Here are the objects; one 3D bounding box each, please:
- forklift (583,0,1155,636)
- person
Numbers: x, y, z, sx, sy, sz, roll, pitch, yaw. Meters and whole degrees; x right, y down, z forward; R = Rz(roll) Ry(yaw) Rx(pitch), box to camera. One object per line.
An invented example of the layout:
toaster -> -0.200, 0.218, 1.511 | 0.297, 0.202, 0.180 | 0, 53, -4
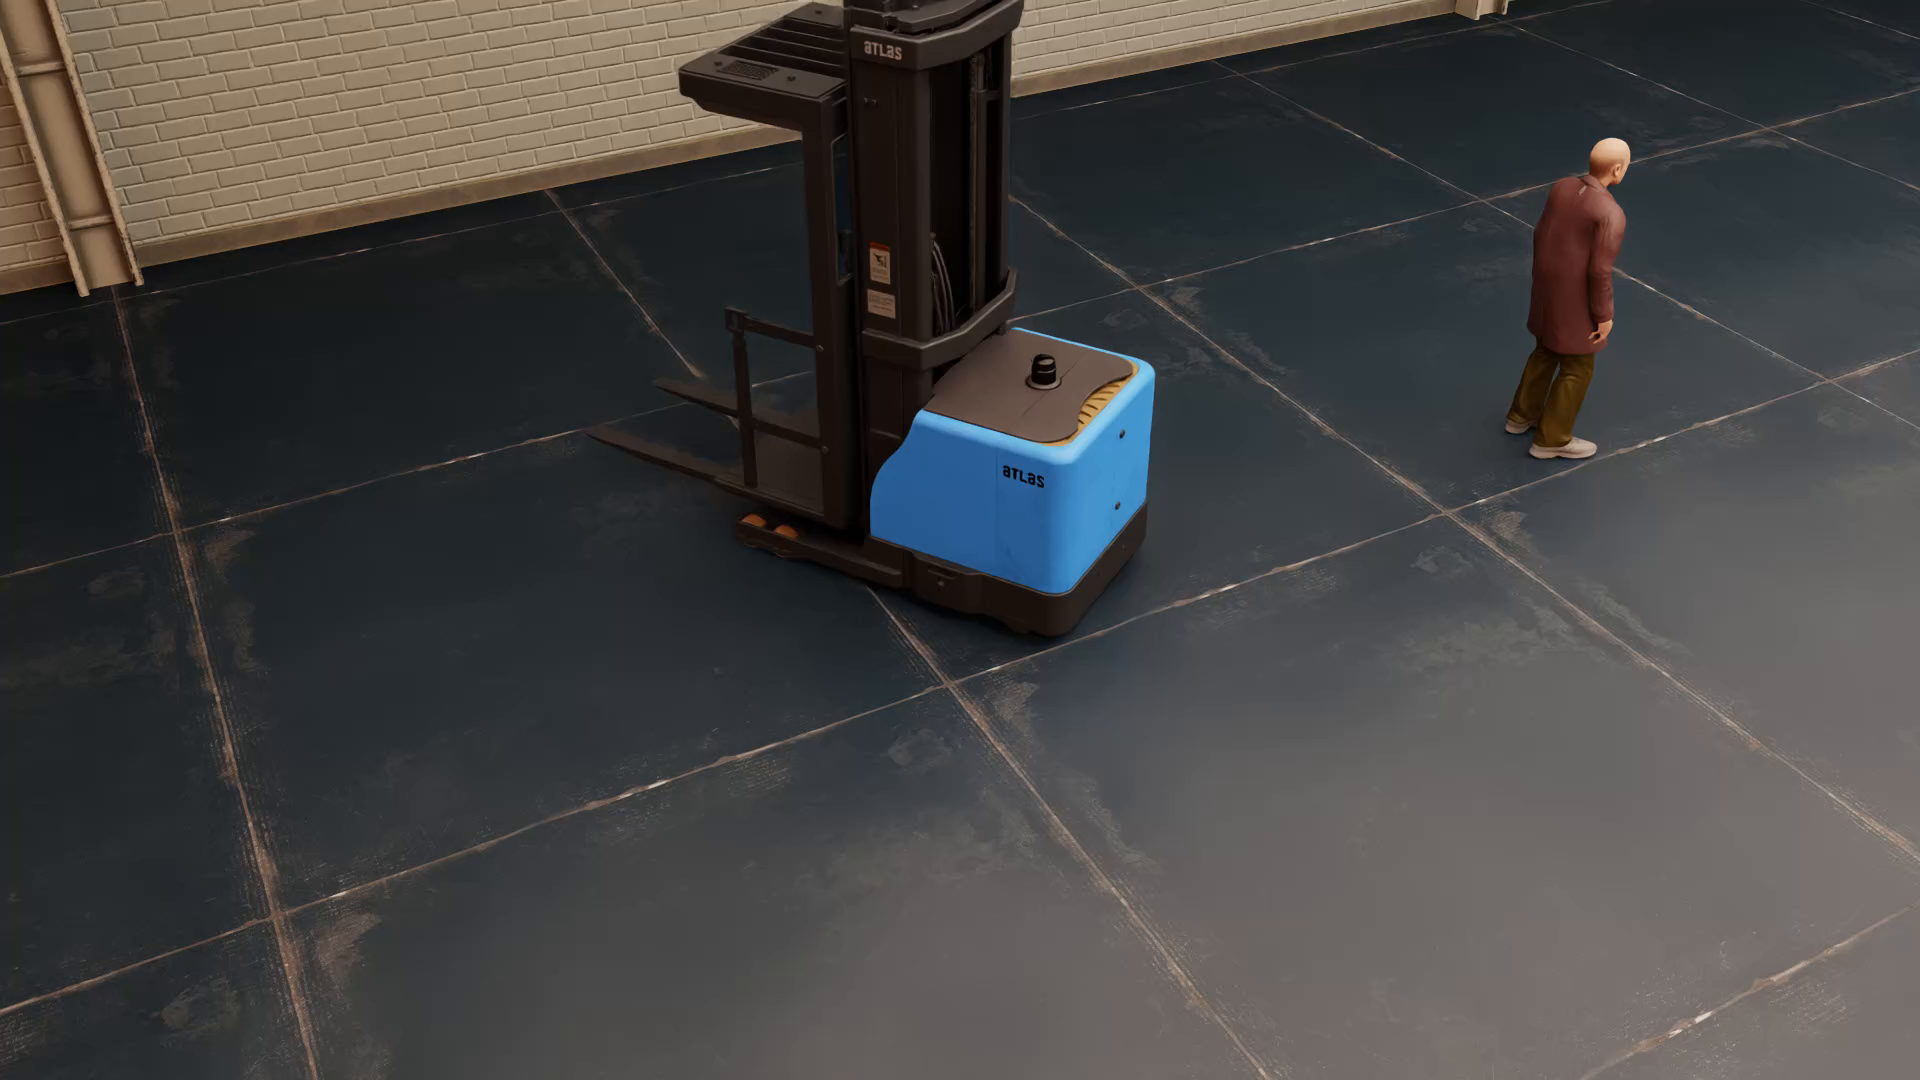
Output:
forklift -> -0.584, -1.351, 8.034 | 3.031, 2.935, 1.130 | 18, 39, 23
person -> 3.305, -1.305, 8.974 | 0.436, 1.774, 0.644 | -10, 36, -14
